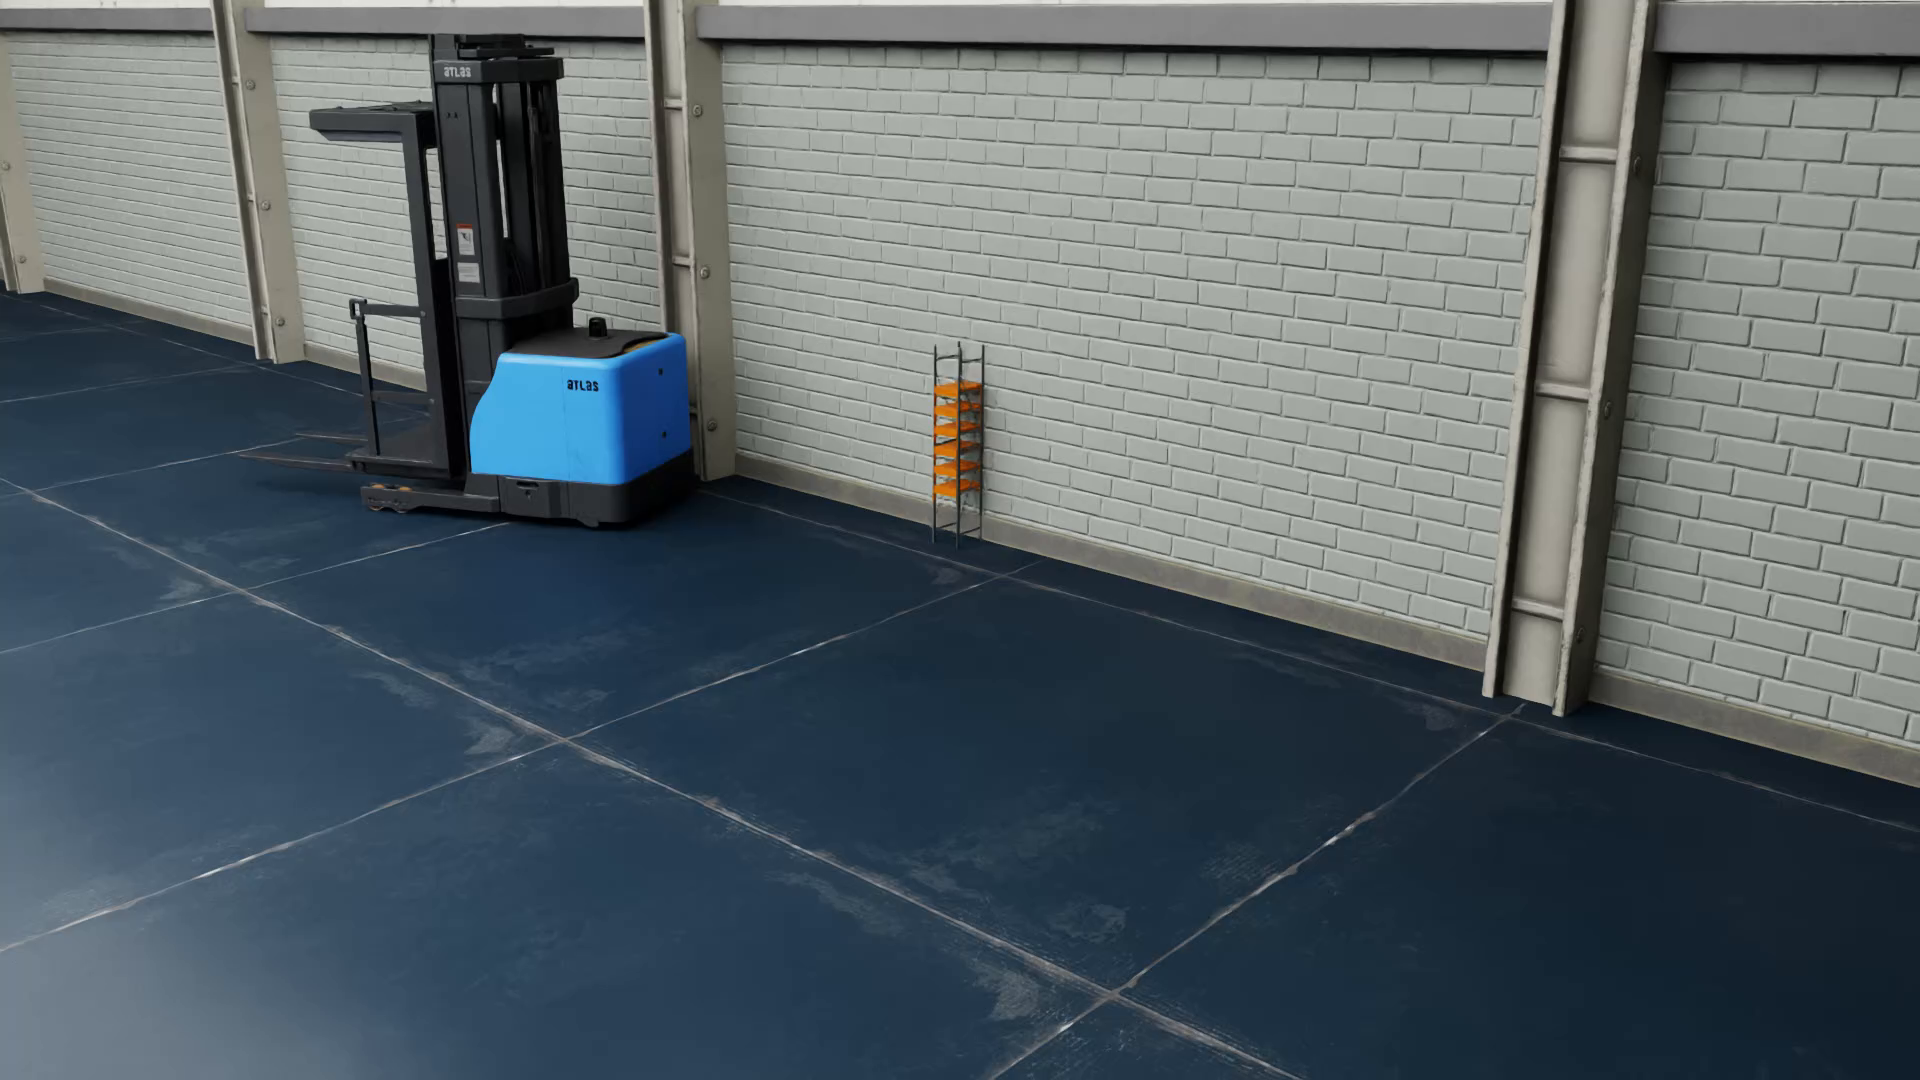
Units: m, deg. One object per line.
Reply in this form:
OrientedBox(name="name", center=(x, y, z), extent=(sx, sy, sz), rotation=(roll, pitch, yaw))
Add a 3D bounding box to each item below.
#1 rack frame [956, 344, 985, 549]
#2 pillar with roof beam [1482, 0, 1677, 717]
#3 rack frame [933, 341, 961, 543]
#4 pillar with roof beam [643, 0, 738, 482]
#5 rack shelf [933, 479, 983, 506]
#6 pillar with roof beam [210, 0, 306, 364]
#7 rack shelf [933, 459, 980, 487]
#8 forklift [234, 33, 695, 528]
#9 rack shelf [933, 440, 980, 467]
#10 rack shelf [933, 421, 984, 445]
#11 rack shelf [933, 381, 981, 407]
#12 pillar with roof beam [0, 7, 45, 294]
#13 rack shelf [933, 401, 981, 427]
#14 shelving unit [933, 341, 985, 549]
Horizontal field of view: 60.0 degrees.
OrientedBox(name="rack frame", center=(0.061, -0.547, 9.834), extent=(0.006, 1.200, 0.240), rotation=(13, 20, 37))
OrientedBox(name="pillar with roof beam", center=(-0.157, -2.582, 3.370), extent=(0.400, 9.000, 9.100), rotation=(15, 23, 39))
OrientedBox(name="rack frame", center=(-0.081, -0.580, 9.944), extent=(0.006, 1.200, 0.240), rotation=(13, 20, 37))
OrientedBox(name="pillar with roof beam", center=(-4.644, -3.786, 7.166), extent=(0.400, 9.000, 9.100), rotation=(15, 23, 39))
OrientedBox(name="rack shelf", center=(-0.013, -0.290, 9.968), extent=(0.180, 0.103, 0.258), rotation=(13, 20, 37))
OrientedBox(name="pillar with roof beam", center=(-9.132, -4.991, 10.962), extent=(0.400, 9.000, 9.100), rotation=(15, 23, 39))
OrientedBox(name="rack shelf", center=(-0.012, -0.406, 9.935), extent=(0.180, 0.103, 0.258), rotation=(13, 20, 37))
OrientedBox(name="forklift", center=(-3.338, -1.715, 10.671), extent=(3.031, 2.935, 1.130), rotation=(5, 18, 17))
OrientedBox(name="rack shelf", center=(-0.010, -0.521, 9.902), extent=(0.180, 0.103, 0.258), rotation=(13, 20, 37))
OrientedBox(name="rack shelf", center=(-0.009, -0.636, 9.868), extent=(0.180, 0.103, 0.258), rotation=(13, 20, 37))
OrientedBox(name="rack shelf", center=(-0.006, -0.867, 9.802), extent=(0.180, 0.103, 0.258), rotation=(13, 20, 37))
OrientedBox(name="pillar with roof beam", center=(-13.620, -6.196, 14.758), extent=(0.400, 9.000, 9.100), rotation=(15, 23, 39))
OrientedBox(name="rack shelf", center=(-0.007, -0.752, 9.835), extent=(0.180, 0.103, 0.258), rotation=(13, 20, 37))
OrientedBox(name="shelving unit", center=(-0.010, -0.564, 9.889), extent=(0.189, 1.200, 0.258), rotation=(13, 20, 37))
